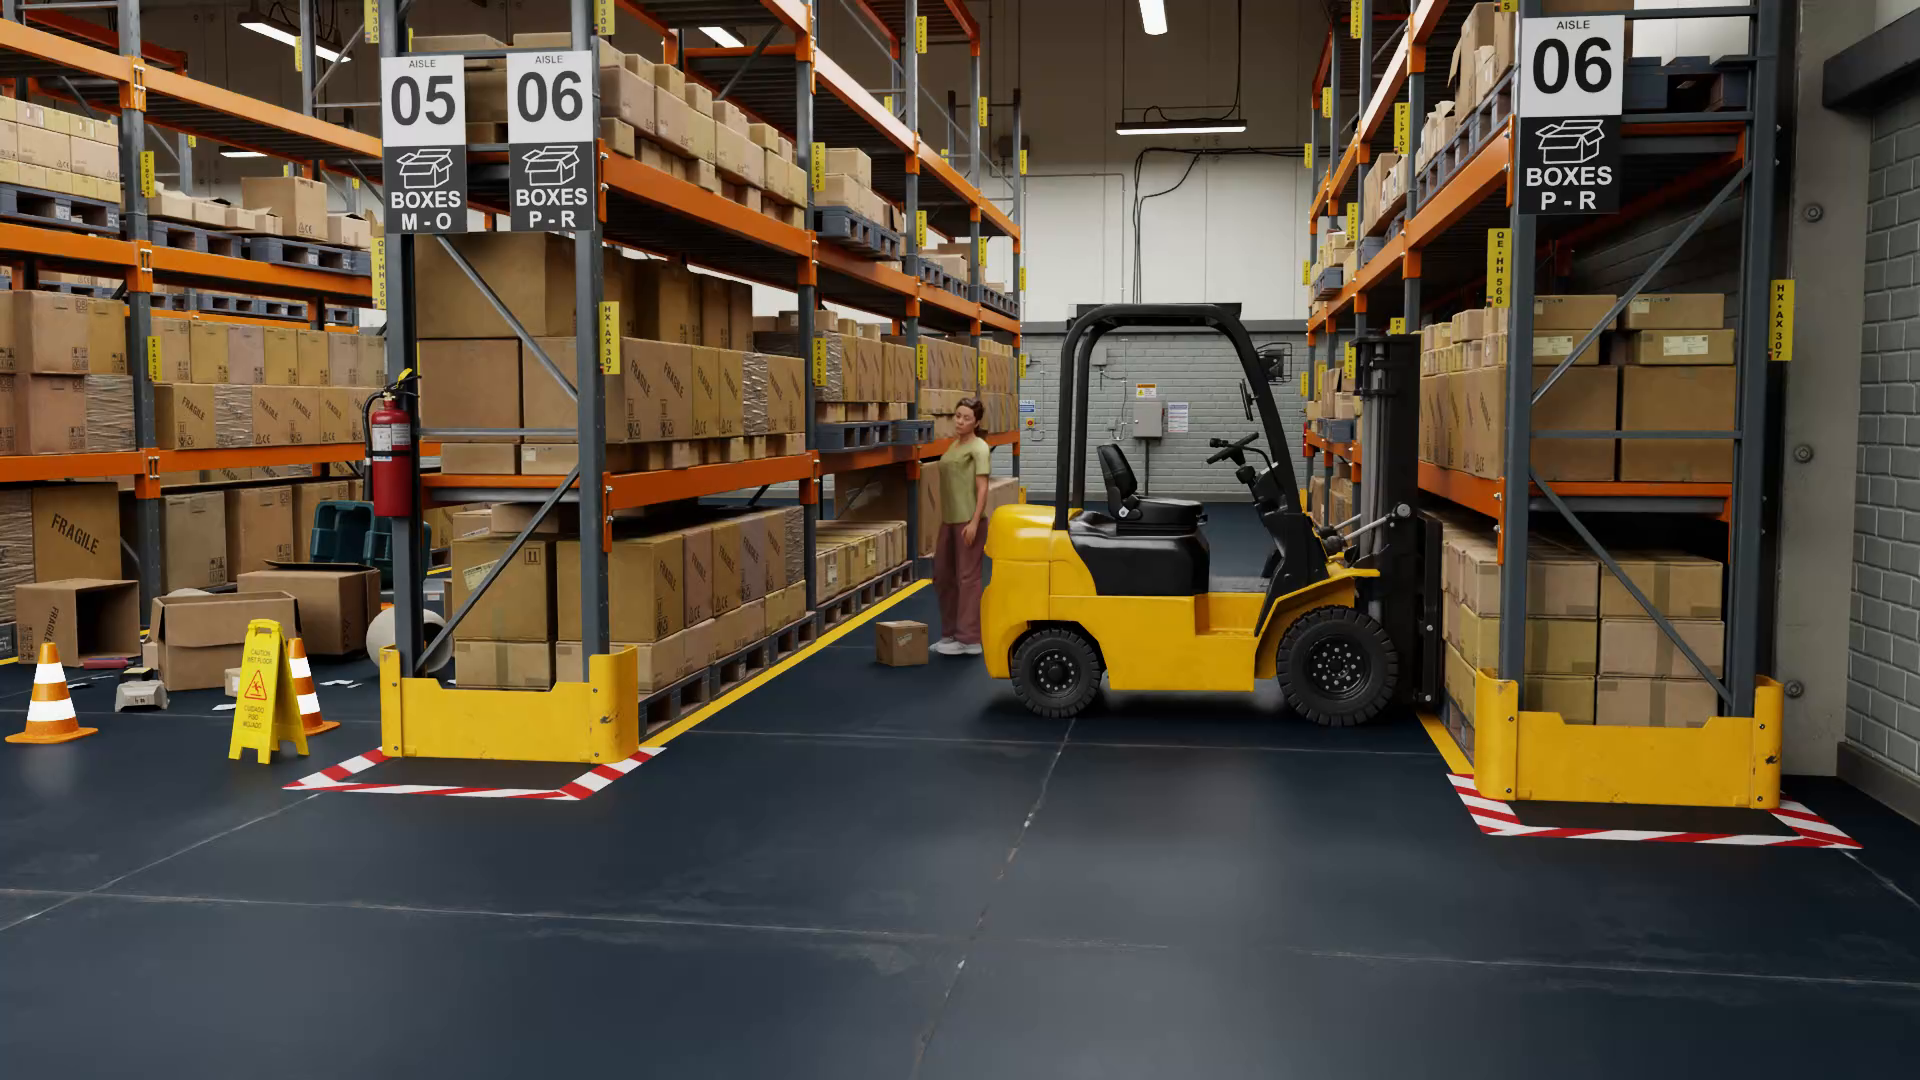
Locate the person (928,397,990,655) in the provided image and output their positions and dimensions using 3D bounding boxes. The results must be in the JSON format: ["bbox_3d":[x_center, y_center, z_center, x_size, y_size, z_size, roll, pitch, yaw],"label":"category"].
[{"bbox_3d":[0.003,-0.080,10.884,0.396,1.705,0.514,-2,5,-28],"label":"person"}]
